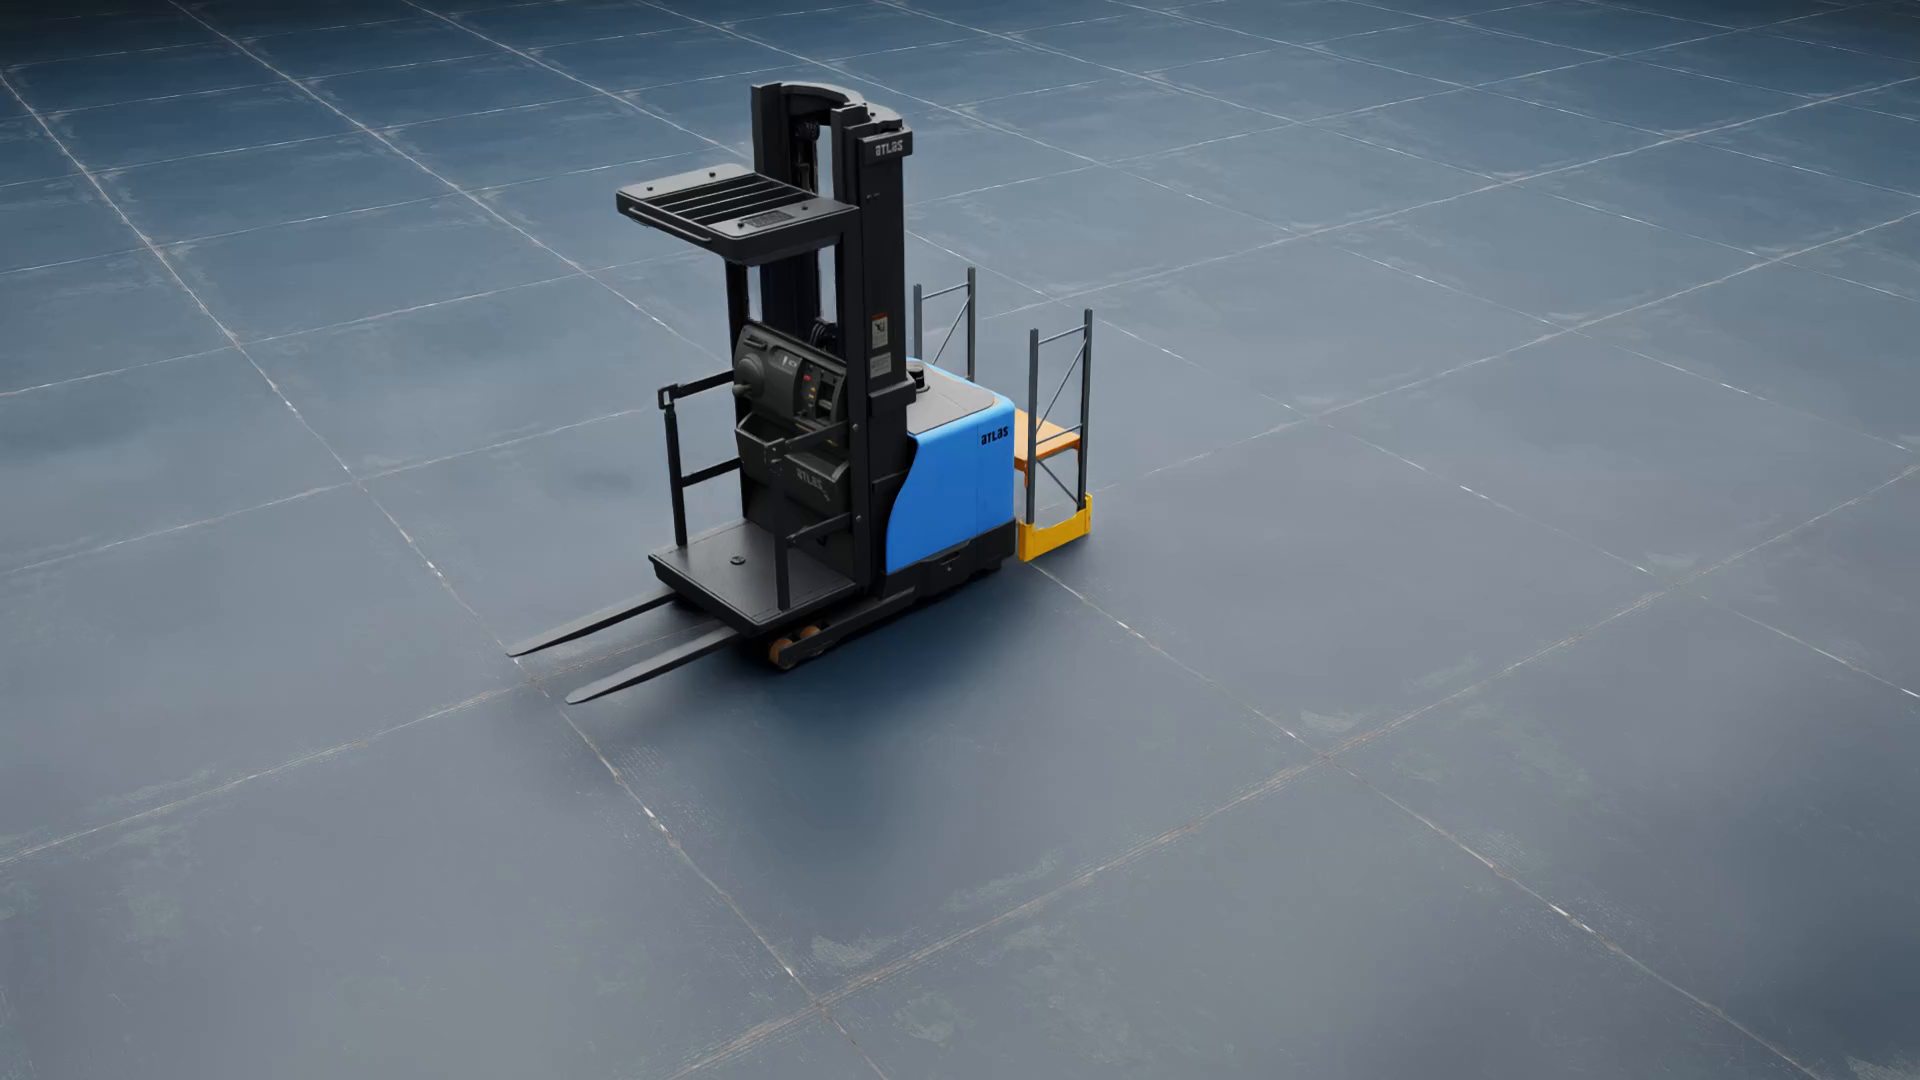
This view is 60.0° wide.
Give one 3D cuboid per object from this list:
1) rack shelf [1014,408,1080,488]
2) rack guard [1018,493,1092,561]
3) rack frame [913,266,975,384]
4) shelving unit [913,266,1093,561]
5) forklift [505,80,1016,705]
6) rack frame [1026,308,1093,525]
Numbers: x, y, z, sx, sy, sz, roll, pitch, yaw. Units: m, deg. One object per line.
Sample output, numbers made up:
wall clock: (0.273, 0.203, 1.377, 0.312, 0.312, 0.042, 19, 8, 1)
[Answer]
rack shelf: (0.250, -0.654, 10.487, 0.538, 0.185, 1.000, -24, 37, -37)
rack guard: (0.595, -0.086, 10.373, 0.587, 0.250, 0.087, -24, 37, -37)
rack frame: (-0.095, -0.990, 10.729, 0.500, 1.500, 0.032, -24, 37, -37)
shelving unit: (0.256, -0.809, 10.395, 0.587, 1.500, 1.083, -24, 37, -37)
forklift: (-1.091, -0.858, 8.986, 3.031, 2.935, 1.130, -23, 36, -36)
rack frame: (0.596, -0.635, 10.074, 0.500, 1.500, 0.032, -24, 37, -37)
